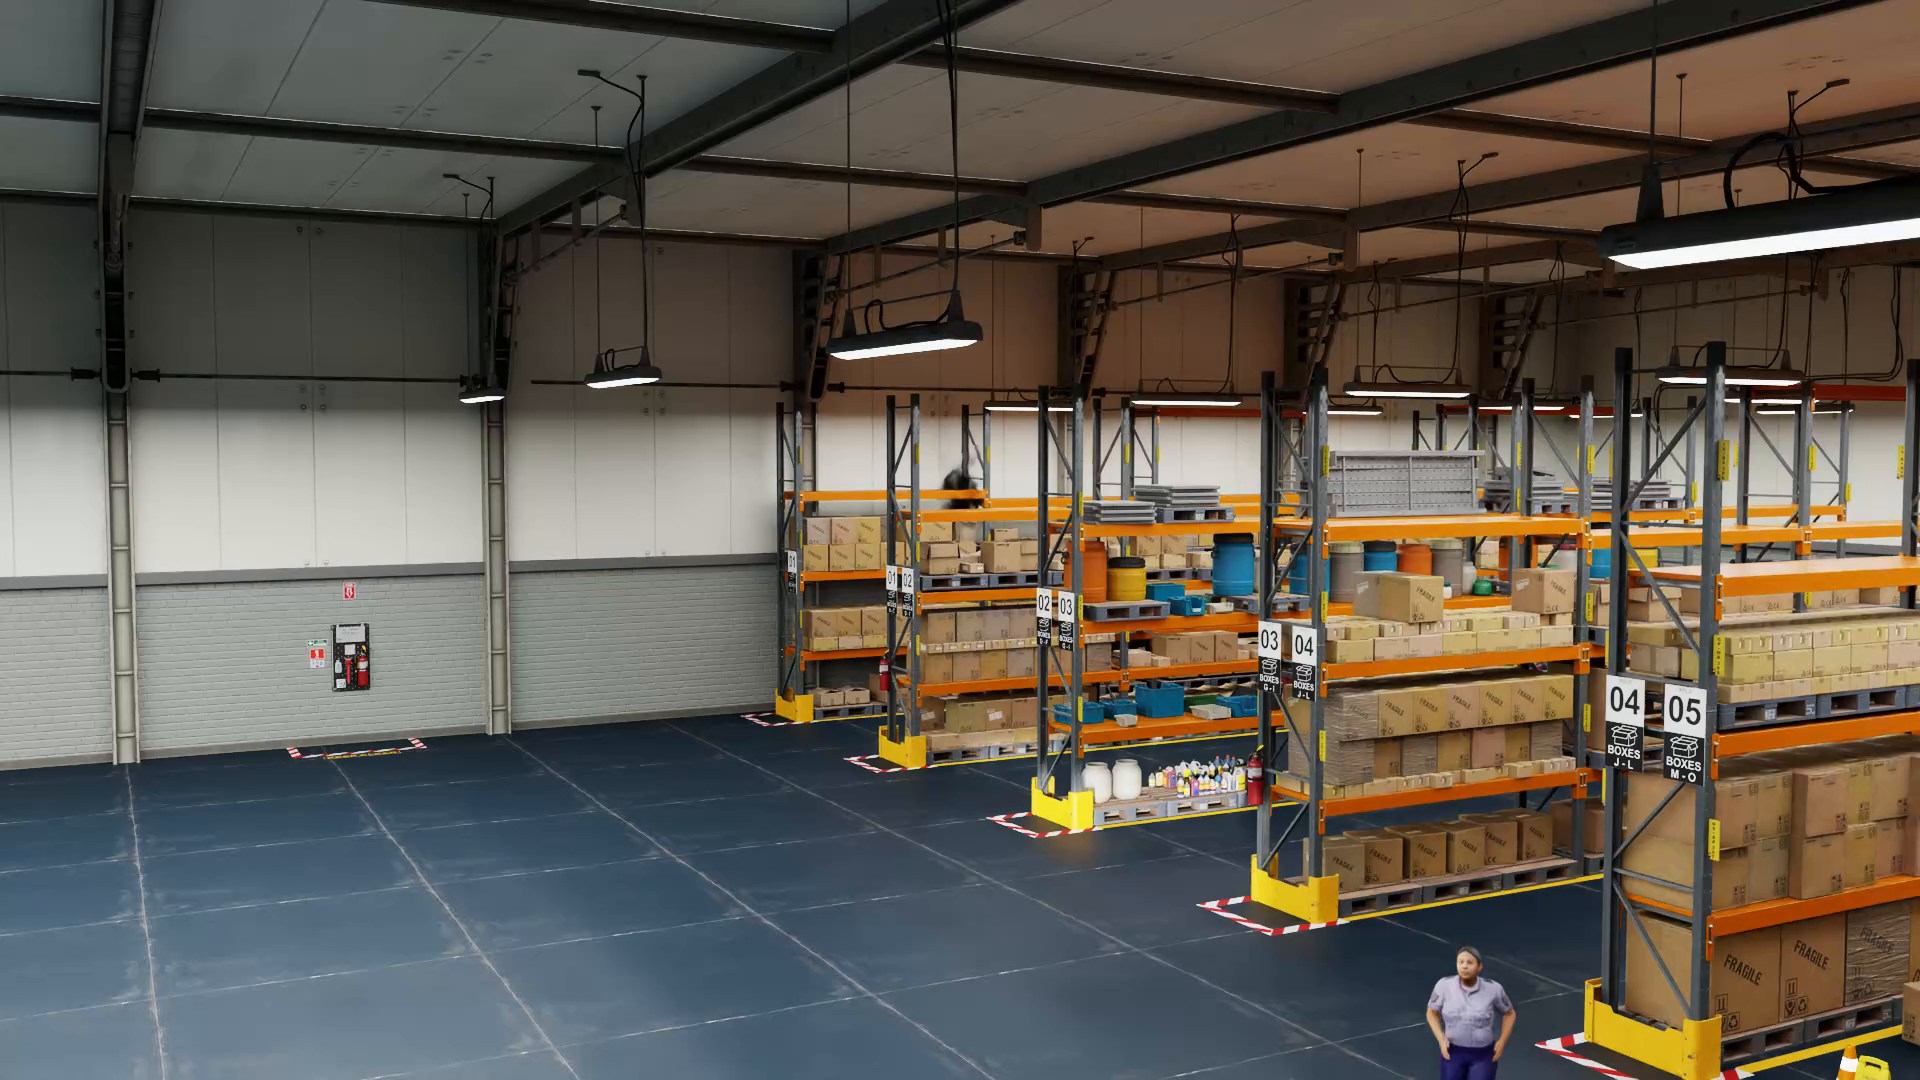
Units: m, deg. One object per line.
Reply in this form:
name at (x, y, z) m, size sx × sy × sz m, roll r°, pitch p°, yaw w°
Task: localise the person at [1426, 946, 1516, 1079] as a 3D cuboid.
person at (3.649, 3.697, 11.889) m, size 0.612 × 1.638 × 0.740 m, roll 1°, pitch 3°, yaw 20°
